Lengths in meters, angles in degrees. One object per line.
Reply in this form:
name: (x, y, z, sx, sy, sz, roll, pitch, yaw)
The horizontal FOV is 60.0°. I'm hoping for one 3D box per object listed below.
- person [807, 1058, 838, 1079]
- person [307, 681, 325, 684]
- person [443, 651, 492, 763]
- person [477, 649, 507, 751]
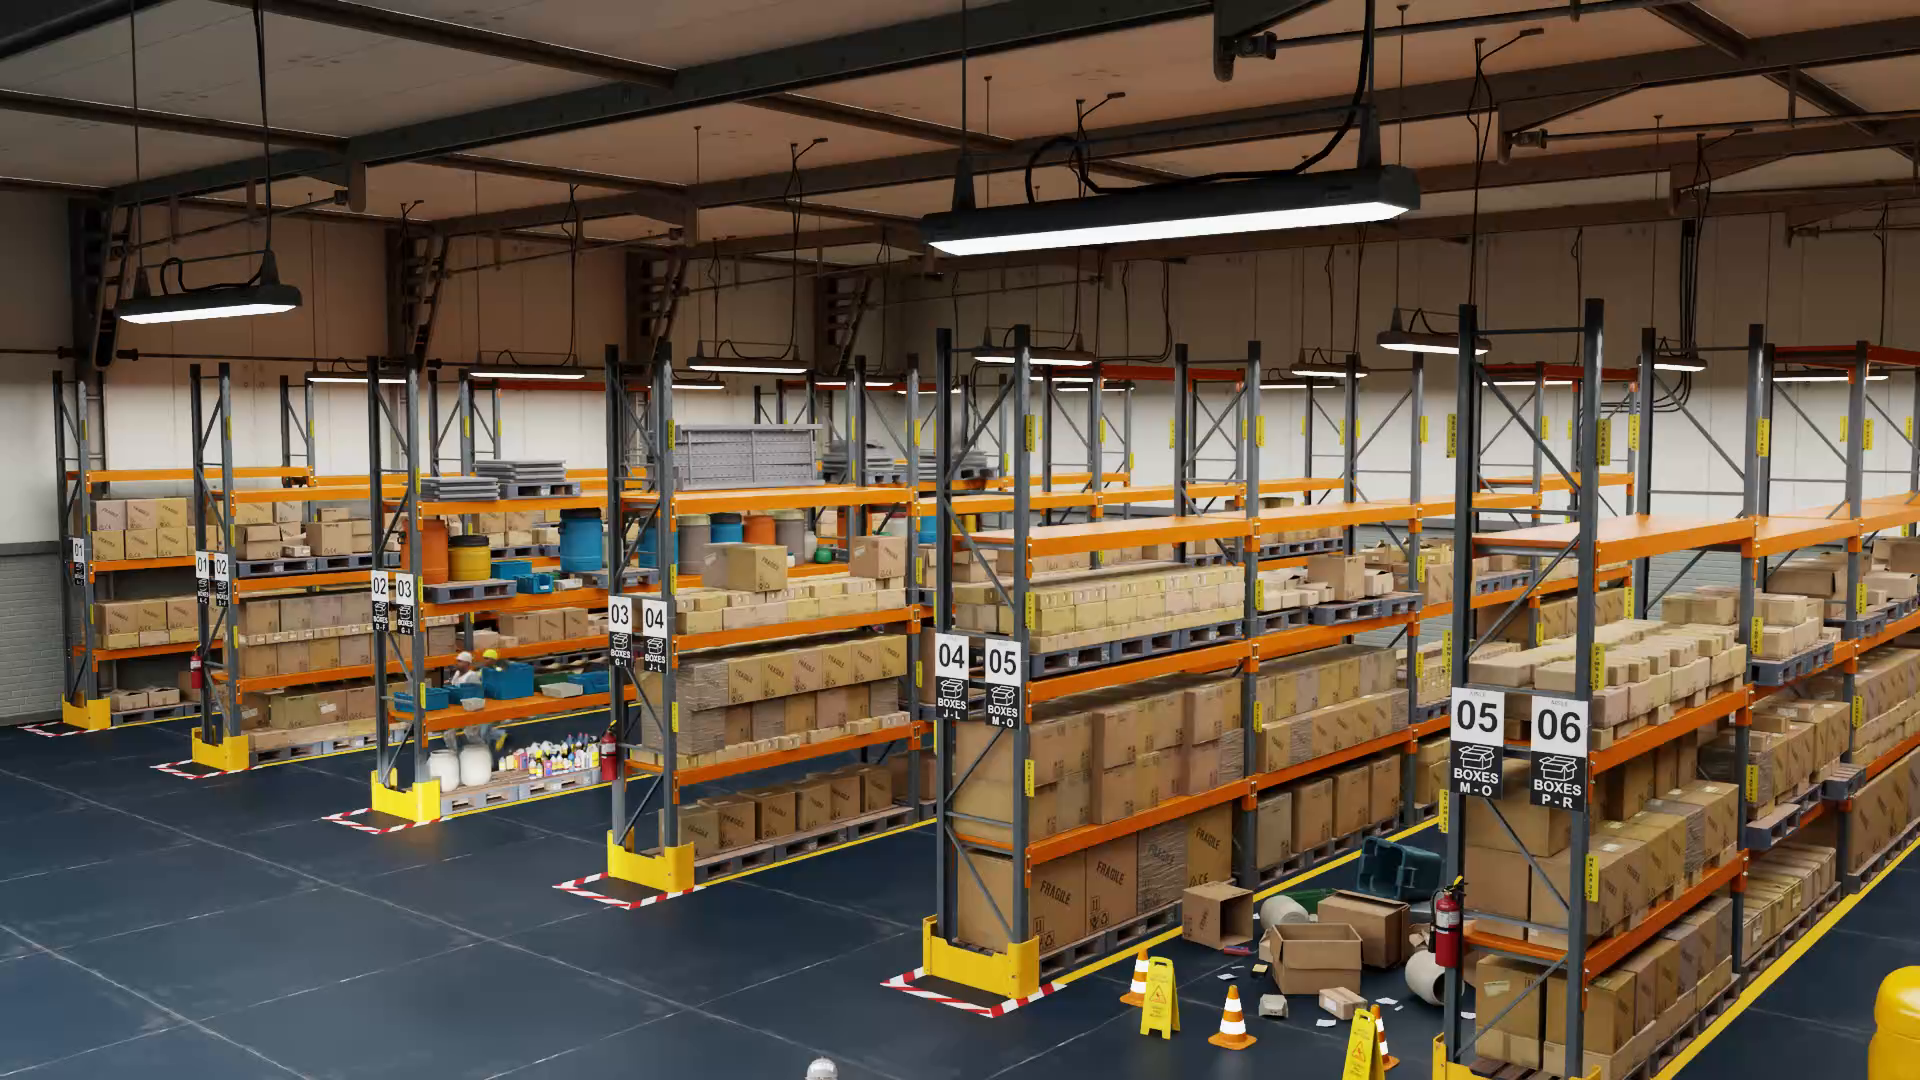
person: (-0.773, 3.688, 9.175, 0.593, 1.615, 0.567, -1, 4, -9)
person: (-10.700, 2.374, 27.562, 0.515, 1.622, 0.663, 3, 5, 33)
person: (-7.177, 2.535, 24.156, 0.659, 1.848, 0.803, 3, 5, 38)
person: (-7.038, 2.504, 24.938, 0.700, 1.739, 0.801, 2, 5, 28)
